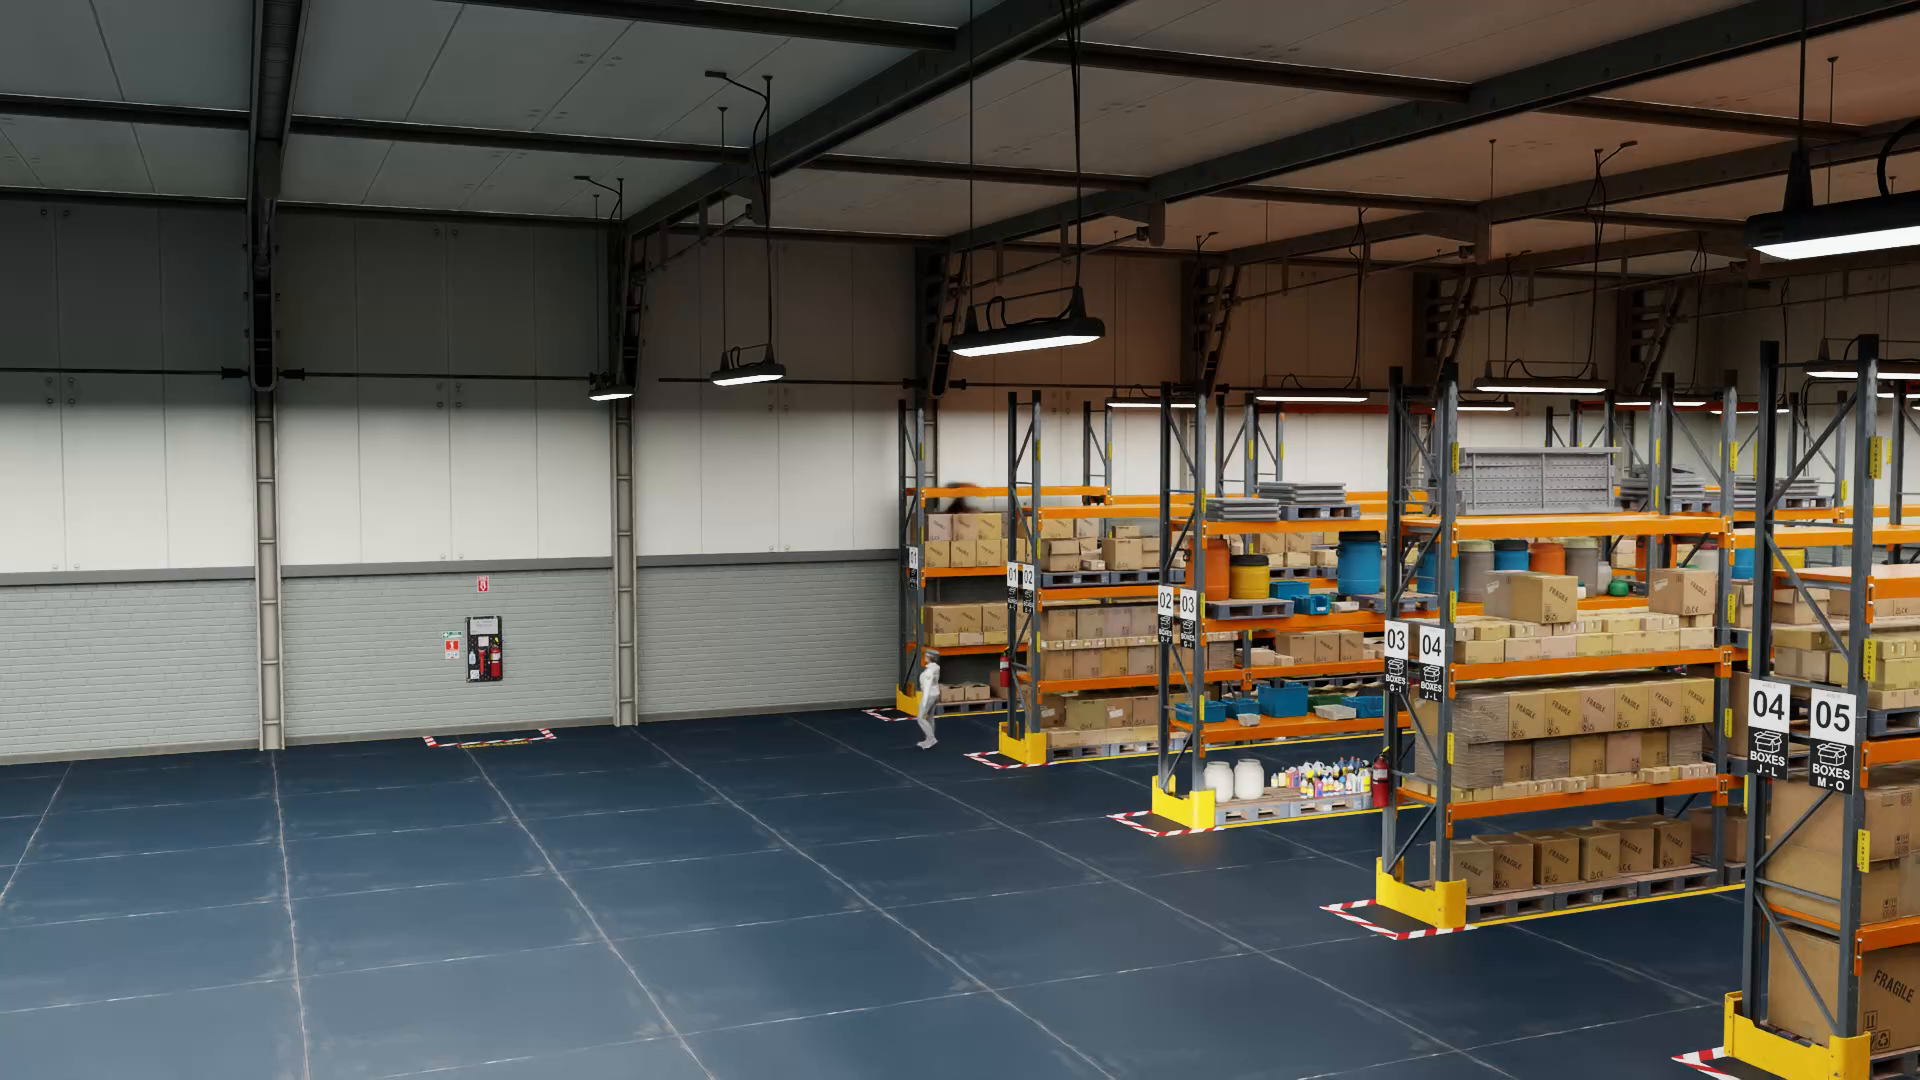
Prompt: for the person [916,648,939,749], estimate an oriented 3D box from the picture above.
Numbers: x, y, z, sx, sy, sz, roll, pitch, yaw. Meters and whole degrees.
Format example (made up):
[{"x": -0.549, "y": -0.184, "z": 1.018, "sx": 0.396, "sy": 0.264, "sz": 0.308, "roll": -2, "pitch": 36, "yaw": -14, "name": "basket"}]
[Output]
[{"x": -0.546, "y": 2.679, "z": 28.202, "sx": 0.400, "sy": 1.692, "sz": 0.515, "roll": 1, "pitch": 3, "yaw": 15, "name": "person"}]
